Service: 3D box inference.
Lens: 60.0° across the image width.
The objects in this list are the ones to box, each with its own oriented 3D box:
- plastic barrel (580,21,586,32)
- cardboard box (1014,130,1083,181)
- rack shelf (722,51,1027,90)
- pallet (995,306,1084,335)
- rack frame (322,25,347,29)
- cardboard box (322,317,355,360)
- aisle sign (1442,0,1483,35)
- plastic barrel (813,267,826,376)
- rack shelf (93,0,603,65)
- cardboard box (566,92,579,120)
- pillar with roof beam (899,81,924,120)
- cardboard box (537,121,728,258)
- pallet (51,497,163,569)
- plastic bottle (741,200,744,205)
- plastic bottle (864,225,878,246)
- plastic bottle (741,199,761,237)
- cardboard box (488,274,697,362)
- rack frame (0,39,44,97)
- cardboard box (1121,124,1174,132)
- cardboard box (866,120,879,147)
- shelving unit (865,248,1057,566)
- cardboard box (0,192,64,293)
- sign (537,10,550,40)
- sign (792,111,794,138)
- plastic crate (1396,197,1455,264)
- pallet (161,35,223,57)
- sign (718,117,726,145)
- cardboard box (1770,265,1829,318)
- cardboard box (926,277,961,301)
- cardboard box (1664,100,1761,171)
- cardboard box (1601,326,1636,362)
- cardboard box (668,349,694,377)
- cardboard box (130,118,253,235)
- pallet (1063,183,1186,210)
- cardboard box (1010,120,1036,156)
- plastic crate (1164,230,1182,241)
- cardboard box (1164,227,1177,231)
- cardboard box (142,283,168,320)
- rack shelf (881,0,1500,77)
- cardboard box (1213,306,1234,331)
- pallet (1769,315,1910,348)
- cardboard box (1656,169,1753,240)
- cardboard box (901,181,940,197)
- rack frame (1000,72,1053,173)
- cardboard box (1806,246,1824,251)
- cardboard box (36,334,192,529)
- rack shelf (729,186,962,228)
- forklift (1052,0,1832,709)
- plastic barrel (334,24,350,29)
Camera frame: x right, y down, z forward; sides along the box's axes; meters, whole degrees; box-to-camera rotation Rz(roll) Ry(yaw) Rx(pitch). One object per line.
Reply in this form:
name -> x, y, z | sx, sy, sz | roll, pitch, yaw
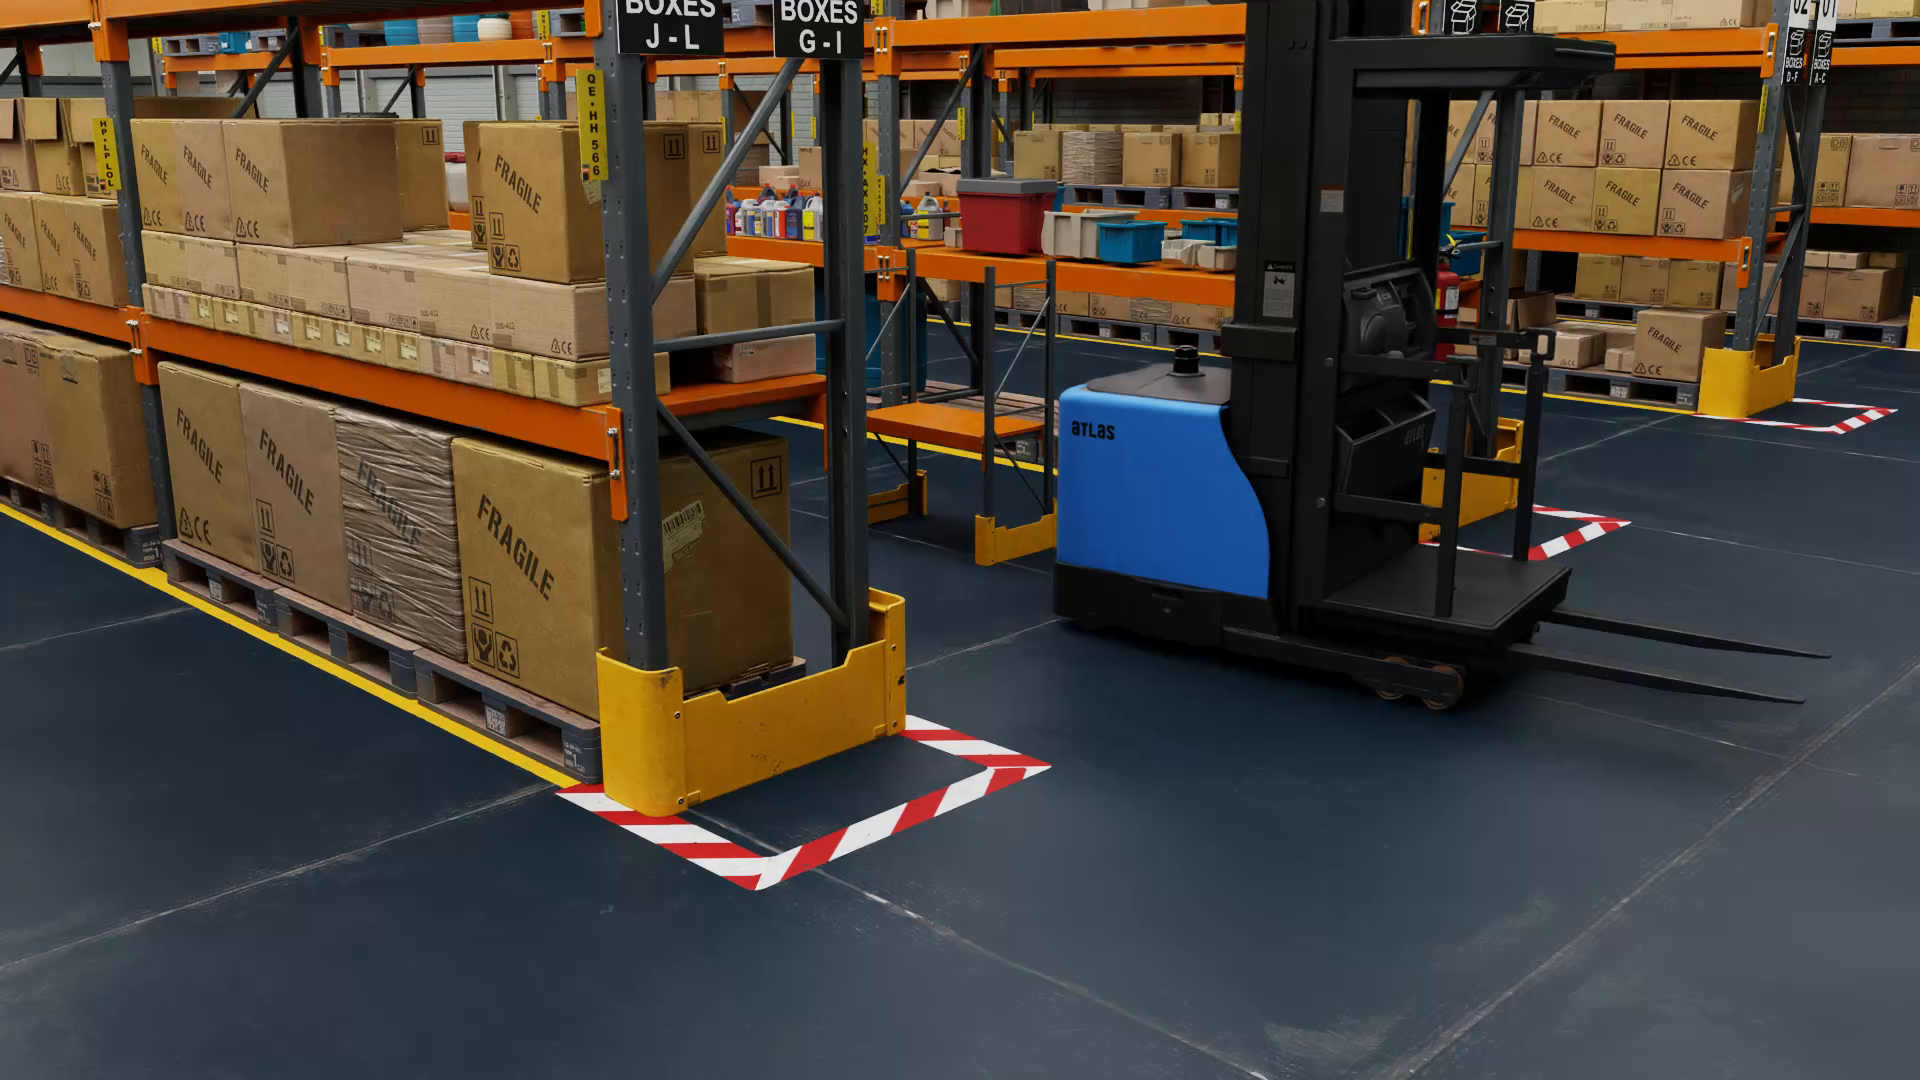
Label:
plastic barrel -> -3.257, -4.386, 14.174 | 0.294, 0.245, 0.294 | 0, 15, 0
cardboard box -> 0.929, -4.036, 17.440 | 0.500, 0.500, 0.700 | 7, 16, 24
rack shelf -> -1.043, -5.327, 18.906 | 4.000, 0.370, 1.077 | 14, 20, 42
pallet -> 0.908, -2.387, 17.674 | 1.213, 0.211, 1.003 | 14, 20, 42
rack frame -> -5.923, -6.578, 16.332 | 0.127, 3.000, 1.000 | 14, 20, 42
cardboard box -> -2.308, -0.825, 6.647 | 0.380, 0.149, 0.250 | -14, 20, -43
aisle sign -> 2.564, -2.767, 8.448 | 0.004, 0.787, 0.394 | 14, 20, 42
plastic barrel -> -1.054, -1.685, 12.780 | 0.708, 0.901, 0.600 | 14, 20, 42
rack shelf -> -2.162, -2.130, 6.634 | 4.000, 0.370, 1.077 | 14, 20, 42
cardboard box -> -4.997, -5.857, 22.689 | 0.500, 0.500, 0.700 | 14, 20, 42
pillar with roof beam -> -3.810, -8.330, 23.054 | 0.400, 9.000, 9.100 | 14, 20, 42
cardboard box -> -1.241, -1.331, 6.311 | 0.500, 0.500, 0.500 | 13, 19, 41
pallet -> -4.210, -0.148, 9.082 | 1.213, 0.211, 1.003 | 14, 20, 42
plastic bottle -> -1.799, -2.720, 13.815 | 0.097, 0.201, 0.097 | 0, 15, 0
plastic bottle -> -0.672, -2.226, 11.770 | 0.135, 0.276, 0.152 | 14, 20, 42
plastic bottle -> -1.562, -2.442, 12.601 | 0.135, 0.276, 0.152 | 14, 20, 42
cardboard box -> -1.256, -0.784, 5.700 | 0.500, 0.250, 0.500 | 13, 20, 41
rack frame -> -6.482, -2.076, 10.952 | 0.127, 3.000, 1.000 | 14, 20, 42
cardboard box -> 2.575, -5.329, 22.365 | 0.500, 0.500, 0.700 | 14, 20, 42
cardboard box -> -1.075, -6.156, 25.378 | 0.500, 0.500, 0.500 | 13, 19, 40
shelving unit -> -0.055, -0.739, 8.794 | 1.083, 1.500, 0.587 | 14, 20, 42
cardboard box -> -4.861, -1.635, 9.060 | 0.500, 0.500, 0.500 | 13, 20, 42
sign -> -3.421, -4.275, 13.649 | 0.005, 0.325, 0.100 | 14, 20, 42
sign -> -2.113, -5.196, 20.785 | 0.005, 0.325, 0.100 | 14, 20, 42
plastic crate -> 2.345, -1.646, 9.111 | 0.499, 0.435, 0.616 | 14, 20, 42
pallet -> -8.275, -5.573, 18.797 | 1.213, 0.211, 1.003 | 14, 20, 42
sign -> -2.867, -4.930, 20.030 | 0.005, 0.325, 0.100 | 14, 20, 42
cardboard box -> 8.658, -2.559, 16.929 | 0.500, 0.500, 0.700 | 14, 20, 42
cardboard box -> -0.151, -2.794, 18.327 | 0.500, 0.250, 0.500 | -14, 20, -43
cardboard box -> 5.645, -3.034, 12.445 | 0.500, 0.500, 0.500 | 13, 20, 42
cardboard box -> 5.602, -1.590, 13.667 | 0.500, 0.250, 0.500 | 14, 20, 42
cardboard box -> -0.935, -0.721, 6.250 | 0.250, 0.149, 0.380 | 13, 20, 41
cardboard box -> -3.435, -1.680, 7.652 | 0.500, 0.500, 0.500 | 14, 20, 42
pallet -> 1.800, -3.441, 16.571 | 1.213, 0.211, 1.003 | 14, 20, 42
cardboard box -> 0.760, -5.894, 24.373 | 0.500, 0.500, 0.500 | 13, 19, 41
plastic crate -> 1.298, -1.927, 10.781 | 0.466, 0.136, 0.293 | 14, 20, 42
cardboard box -> 2.988, -4.005, 22.437 | 0.500, 0.500, 0.700 | 14, 20, 42
cardboard box -> -3.620, -1.143, 7.866 | 0.250, 0.149, 0.380 | 14, 20, 42
rack shelf -> 1.276, -3.029, 10.084 | 4.000, 0.370, 1.077 | 14, 20, 42
cardboard box -> 2.722, -2.211, 15.555 | 0.500, 0.500, 0.500 | 14, 20, 42
pallet -> 8.962, -2.150, 16.764 | 1.213, 0.211, 1.003 | 14, 20, 42
cardboard box -> 5.645, -2.551, 12.575 | 0.500, 0.500, 0.500 | -14, 20, -42
cardboard box -> -0.442, -3.859, 18.293 | 0.250, 0.149, 0.380 | 14, 20, 42
rack frame -> 0.953, -5.474, 23.990 | 0.127, 3.000, 1.000 | 14, 20, 42
cardboard box -> 8.702, -2.932, 17.074 | 0.250, 0.149, 0.380 | 14, 20, 43
cardboard box -> -4.077, -0.660, 8.896 | 0.875, 0.875, 1.225 | 14, 20, 42
rack shelf -> -1.043, -3.876, 19.284 | 4.000, 0.370, 1.077 | 14, 20, 42
forklift -> 1.914, -0.917, 6.638 | 3.031, 2.935, 1.130 | 10, 18, 33
plastic barrel -> -6.565, -5.766, 17.337 | 0.708, 0.901, 0.600 | 14, 20, 42
